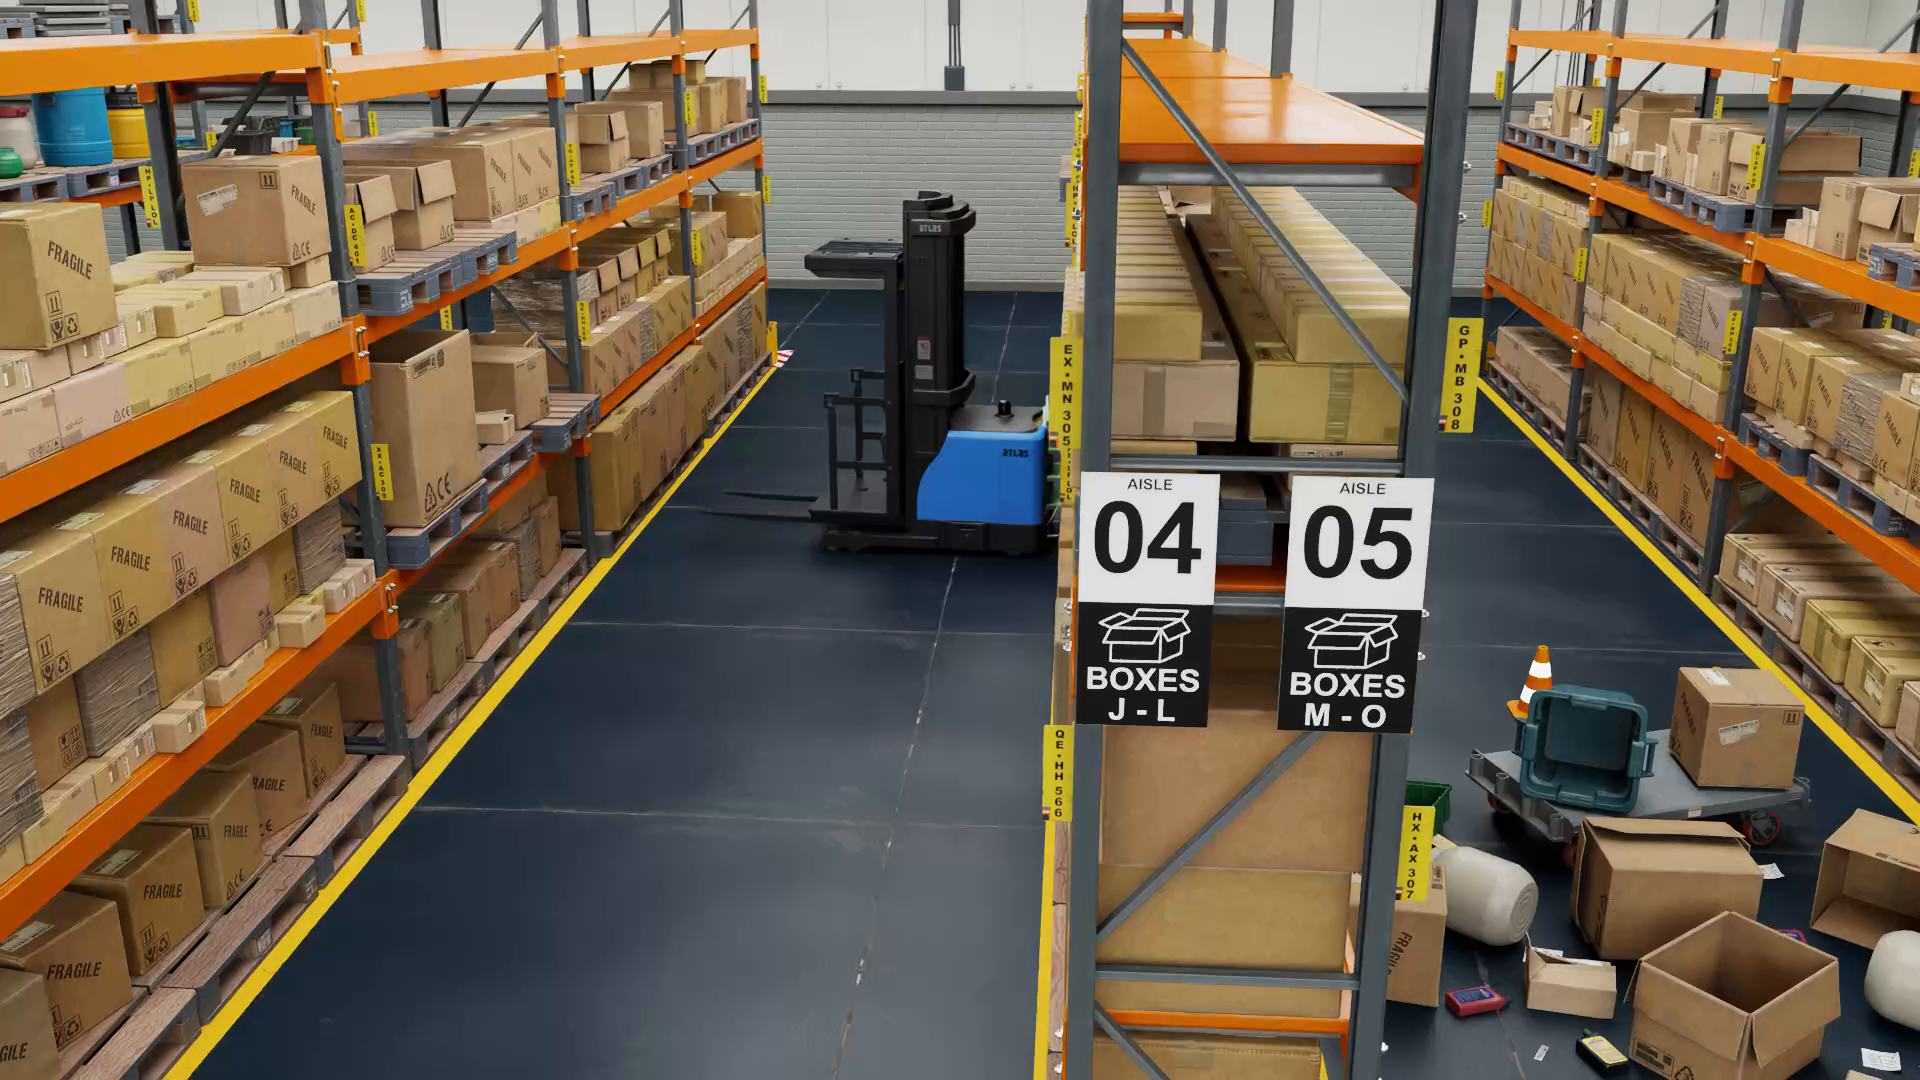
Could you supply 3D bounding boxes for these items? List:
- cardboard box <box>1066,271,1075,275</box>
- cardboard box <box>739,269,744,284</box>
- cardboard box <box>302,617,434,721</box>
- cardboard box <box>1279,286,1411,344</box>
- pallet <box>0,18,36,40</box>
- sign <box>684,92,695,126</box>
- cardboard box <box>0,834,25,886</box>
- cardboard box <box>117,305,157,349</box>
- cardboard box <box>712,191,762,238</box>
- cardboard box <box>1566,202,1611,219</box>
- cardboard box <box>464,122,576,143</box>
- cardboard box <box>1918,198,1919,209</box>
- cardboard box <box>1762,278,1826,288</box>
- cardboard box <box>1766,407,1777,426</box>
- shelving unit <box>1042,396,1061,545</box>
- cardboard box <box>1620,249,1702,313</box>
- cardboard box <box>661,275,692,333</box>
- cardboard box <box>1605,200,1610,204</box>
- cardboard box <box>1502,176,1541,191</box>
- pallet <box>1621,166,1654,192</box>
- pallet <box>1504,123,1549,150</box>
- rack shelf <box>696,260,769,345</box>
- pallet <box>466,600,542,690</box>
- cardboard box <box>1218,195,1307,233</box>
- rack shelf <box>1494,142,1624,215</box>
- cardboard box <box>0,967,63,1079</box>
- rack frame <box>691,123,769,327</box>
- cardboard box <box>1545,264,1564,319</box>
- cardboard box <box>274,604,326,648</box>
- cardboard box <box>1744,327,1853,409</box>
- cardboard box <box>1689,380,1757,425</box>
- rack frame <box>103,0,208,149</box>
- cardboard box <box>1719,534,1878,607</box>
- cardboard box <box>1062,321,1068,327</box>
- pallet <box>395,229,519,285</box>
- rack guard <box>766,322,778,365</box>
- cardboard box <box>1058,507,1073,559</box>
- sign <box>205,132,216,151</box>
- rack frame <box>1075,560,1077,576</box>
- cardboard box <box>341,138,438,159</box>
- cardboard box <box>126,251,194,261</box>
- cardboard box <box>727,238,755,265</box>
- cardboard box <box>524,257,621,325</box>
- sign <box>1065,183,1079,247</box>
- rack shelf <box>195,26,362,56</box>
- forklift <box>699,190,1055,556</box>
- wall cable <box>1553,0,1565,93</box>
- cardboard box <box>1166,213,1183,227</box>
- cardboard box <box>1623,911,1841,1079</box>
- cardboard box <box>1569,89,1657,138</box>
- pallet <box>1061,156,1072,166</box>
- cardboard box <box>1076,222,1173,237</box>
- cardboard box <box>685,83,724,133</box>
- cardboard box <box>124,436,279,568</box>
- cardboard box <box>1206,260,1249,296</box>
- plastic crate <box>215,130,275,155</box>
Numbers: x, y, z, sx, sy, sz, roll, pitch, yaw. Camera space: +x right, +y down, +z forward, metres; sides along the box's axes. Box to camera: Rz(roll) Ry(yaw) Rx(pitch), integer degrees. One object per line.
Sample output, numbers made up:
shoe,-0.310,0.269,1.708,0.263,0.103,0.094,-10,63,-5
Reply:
cardboard box,1.207,-2.487,15.970,0.380,0.149,0.250,2,18,5
cardboard box,-2.732,-3.072,19.386,0.380,0.149,0.250,1,18,4
cardboard box,-3.740,0.808,10.448,0.700,0.500,0.500,0,18,0
cardboard box,1.208,-0.703,5.220,0.380,0.149,0.250,1,18,4
pallet,-8.376,-4.128,13.514,1.213,0.211,1.003,1,18,4
sign,-2.690,-4.277,16.505,0.100,0.325,0.005,1,18,4
cardboard box,-3.797,1.221,6.284,0.380,0.149,0.250,1,18,4
cardboard box,-3.737,-0.926,7.214,0.380,0.149,0.250,1,18,2
cardboard box,-2.718,-3.977,20.301,0.500,0.500,0.500,2,18,5
cardboard box,6.512,-3.413,17.215,0.380,0.149,0.250,1,18,3
cardboard box,-3.547,-3.088,13.372,0.797,0.503,0.637,2,18,7
cardboard box,6.045,-2.051,9.811,0.500,0.250,0.500,2,18,5
cardboard box,6.671,-1.826,13.413,0.500,0.500,0.500,1,18,4
cardboard box,6.103,-0.898,12.075,0.380,0.149,0.250,0,18,1
shelving unit,0.851,-0.600,14.251,0.258,1.200,0.503,0,15,5
cardboard box,6.287,-2.322,14.926,0.500,0.500,0.500,1,18,3
cardboard box,-2.993,-2.361,16.652,0.500,0.500,0.500,1,18,4
cardboard box,6.976,-3.565,17.677,0.380,0.149,0.250,1,18,4
cardboard box,6.638,-4.213,19.655,0.380,0.149,0.250,2,18,5
pallet,6.636,-3.293,15.144,0.805,0.209,1.217,1,18,2
pallet,6.897,-4.639,19.088,1.003,0.211,1.213,1,18,4
rack shelf,-3.088,-2.744,19.137,1.077,0.370,4.000,1,18,4
pallet,-3.666,0.723,11.878,1.003,0.211,1.213,1,18,4
cardboard box,1.390,-1.493,7.634,0.380,0.149,0.250,1,18,4
rack shelf,6.796,-3.949,17.995,1.077,0.370,4.000,1,18,4
cardboard box,-4.031,2.056,6.670,0.500,0.500,0.500,5,19,14
rack frame,-2.945,-3.708,20.920,1.000,3.000,0.127,1,18,4
cardboard box,6.462,-2.601,17.384,0.500,0.500,0.500,1,18,3
cardboard box,-3.540,0.446,8.648,0.380,0.149,0.250,1,18,4
cardboard box,6.103,-1.255,12.125,0.500,0.500,0.500,1,18,2
cardboard box,6.143,-1.093,13.183,0.500,0.250,0.500,1,18,2
rack frame,-8.172,-5.427,16.532,1.000,3.000,0.127,1,18,4
cardboard box,6.315,0.223,12.472,0.950,0.372,0.625,0,18,0
cardboard box,1.020,-1.684,13.519,0.380,0.149,0.250,1,18,3
pallet,-3.584,-1.828,10.670,1.213,0.211,1.003,1,18,4
rack guard,-2.943,-2.527,21.332,1.175,0.500,0.348,1,18,4
cardboard box,1.229,0.247,11.789,1.050,0.750,0.750,2,18,5
sign,-7.623,-3.993,16.959,0.100,0.325,0.005,1,18,4
rack frame,1.135,0.162,9.113,1.000,3.000,0.127,1,18,4
cardboard box,-3.878,-2.479,11.392,0.500,0.500,0.500,1,18,2
cardboard box,-4.136,-1.430,8.754,0.380,0.149,0.250,1,18,2
cardboard box,-2.752,-3.464,19.939,0.500,0.250,0.500,1,18,3
cardboard box,-3.401,-2.176,14.475,0.797,0.503,0.637,2,18,5
sign,0.593,-1.668,8.544,0.100,0.325,0.005,1,18,4
rack shelf,-8.029,-5.516,18.602,1.077,0.370,4.000,1,18,4
forklift,-0.723,-1.454,14.154,3.031,2.935,1.130,3,18,9
wall cable,7.816,-8.092,24.668,2.355,3.000,0.029,1,18,4
cardboard box,0.820,-1.435,8.097,0.500,0.250,0.500,1,18,4
cardboard box,3.393,2.067,7.306,0.797,0.503,0.637,-13,22,-34
cardboard box,6.717,-4.385,17.170,0.797,0.503,0.637,3,18,8
pallet,1.558,-3.470,15.680,1.213,0.211,1.003,1,18,4
cardboard box,0.661,-1.193,6.716,0.380,0.149,0.250,1,18,4
cardboard box,-3.014,-4.756,18.307,0.700,0.500,0.500,2,18,6
cardboard box,-3.634,-0.188,7.936,0.500,0.500,0.500,1,18,4
cardboard box,1.246,-0.953,6.625,0.500,0.250,0.500,1,18,4
plastic crate,-7.810,-4.319,18.179,0.497,0.269,0.590,1,18,4
